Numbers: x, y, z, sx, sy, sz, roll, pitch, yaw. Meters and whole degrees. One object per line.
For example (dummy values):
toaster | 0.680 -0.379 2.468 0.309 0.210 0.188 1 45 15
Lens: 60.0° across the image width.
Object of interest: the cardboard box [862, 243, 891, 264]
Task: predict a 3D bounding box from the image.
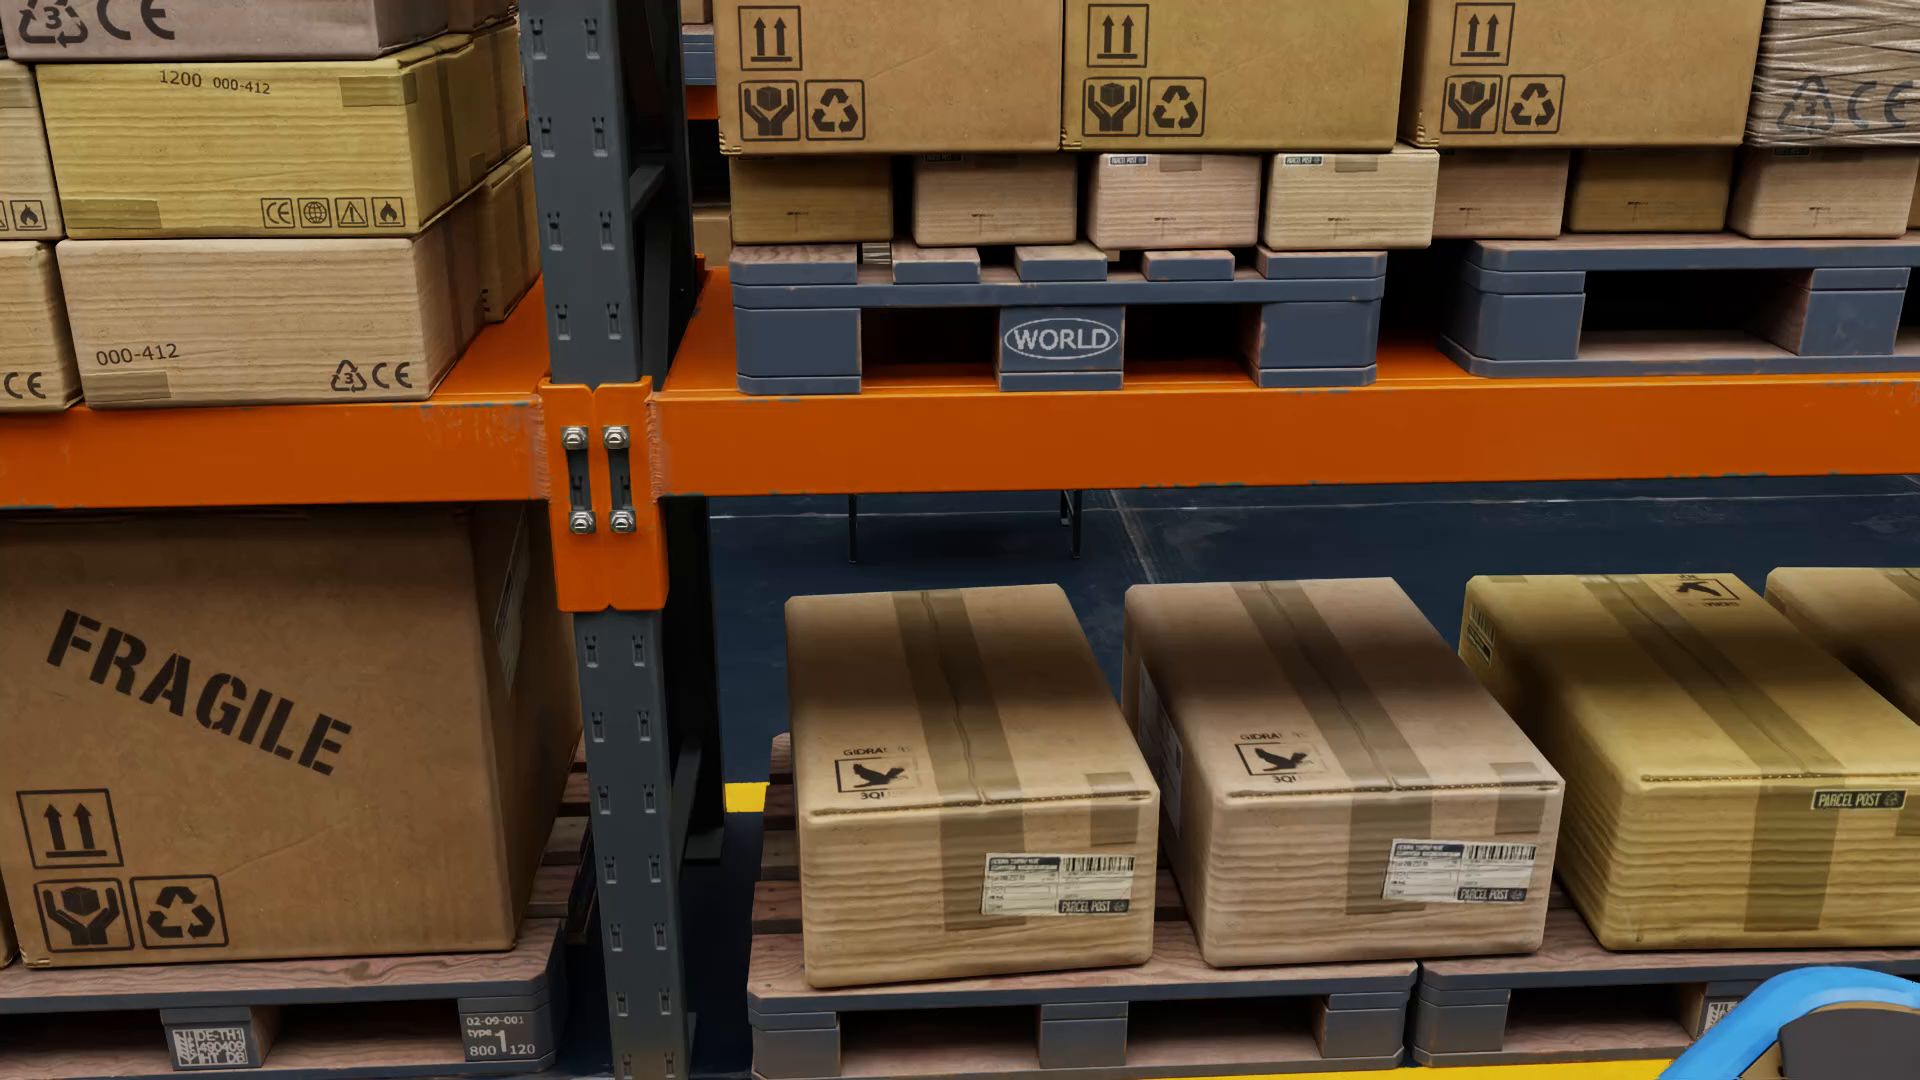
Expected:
cardboard box | -0.248 -1.435 7.922 0.625 0.625 0.875 -1 21 -1

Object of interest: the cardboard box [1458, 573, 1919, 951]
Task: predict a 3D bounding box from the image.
cardboard box | 1.474 0.415 3.418 0.625 0.372 0.950 0 21 -1

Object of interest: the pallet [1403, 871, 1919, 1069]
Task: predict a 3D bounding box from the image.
pallet | 1.411 0.686 3.521 1.213 0.211 1.003 -1 21 -3

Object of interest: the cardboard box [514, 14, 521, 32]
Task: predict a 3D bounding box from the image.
cardboard box | -1.906 -2.331 7.147 0.500 0.250 0.500 -2 21 -6

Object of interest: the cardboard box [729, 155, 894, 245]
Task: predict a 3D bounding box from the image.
cardboard box | -0.249 -0.597 2.736 0.250 0.149 0.380 -2 21 -6

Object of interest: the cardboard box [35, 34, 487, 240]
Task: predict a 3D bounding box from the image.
cardboard box | -1.053 -0.641 2.597 0.500 0.250 0.500 -1 21 -3

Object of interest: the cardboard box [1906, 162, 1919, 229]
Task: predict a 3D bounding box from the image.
cardboard box | 1.623 -0.645 2.862 0.250 0.149 0.380 -2 21 -5

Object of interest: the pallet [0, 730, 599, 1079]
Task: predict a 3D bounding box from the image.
pallet | -1.376 0.715 3.447 1.213 0.211 1.003 -1 21 -3

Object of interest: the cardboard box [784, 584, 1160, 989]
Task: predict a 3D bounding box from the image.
cardboard box | -0.020 0.446 3.336 0.625 0.372 0.950 -3 21 -7

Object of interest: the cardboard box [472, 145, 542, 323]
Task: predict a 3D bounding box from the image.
cardboard box | -1.087 -0.587 3.158 0.500 0.250 0.500 -2 21 -4

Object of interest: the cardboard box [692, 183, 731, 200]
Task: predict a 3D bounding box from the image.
cardboard box | -1.308 -1.460 8.163 0.500 0.500 0.500 0 21 -1

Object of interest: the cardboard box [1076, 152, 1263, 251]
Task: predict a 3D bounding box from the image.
cardboard box | 0.311 -0.580 2.692 0.250 0.149 0.380 -3 21 -7

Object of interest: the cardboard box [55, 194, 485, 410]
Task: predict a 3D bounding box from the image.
cardboard box | -1.074 -0.405 2.680 0.500 0.250 0.500 -2 21 -5

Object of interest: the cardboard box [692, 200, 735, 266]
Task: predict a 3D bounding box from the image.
cardboard box | -1.281 -1.284 7.700 0.500 0.500 0.500 -1 21 -1

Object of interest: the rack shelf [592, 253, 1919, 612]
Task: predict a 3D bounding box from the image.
rack shelf | 1.412 -0.282 3.157 4.000 0.370 1.077 -1 21 -3

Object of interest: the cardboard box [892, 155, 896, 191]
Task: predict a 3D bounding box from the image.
cardboard box | -0.007 -0.778 3.211 0.250 0.149 0.380 -1 21 -2

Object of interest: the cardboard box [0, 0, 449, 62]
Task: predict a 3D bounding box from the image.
cardboard box | -1.086 -0.988 2.455 0.500 0.500 0.500 -2 21 -5

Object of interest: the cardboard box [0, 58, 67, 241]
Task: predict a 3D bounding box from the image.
cardboard box | -1.565 -0.629 2.566 0.500 0.250 0.500 -2 21 -4

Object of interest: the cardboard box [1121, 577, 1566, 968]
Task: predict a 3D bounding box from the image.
cardboard box | 0.717 0.428 3.383 0.625 0.372 0.950 -2 21 -4

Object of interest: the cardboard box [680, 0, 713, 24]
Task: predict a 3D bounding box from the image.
cardboard box | -1.394 -2.629 7.579 0.500 0.500 0.500 0 21 -1

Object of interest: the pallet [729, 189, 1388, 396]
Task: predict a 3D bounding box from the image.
pallet | 0.121 -0.540 3.094 1.003 0.211 1.213 -1 21 -3

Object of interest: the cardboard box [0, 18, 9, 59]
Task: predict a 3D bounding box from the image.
cardboard box | -1.597 -0.975 2.420 0.500 0.500 0.500 -1 21 -2

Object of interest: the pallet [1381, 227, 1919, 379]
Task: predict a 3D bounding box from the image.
pallet | 1.390 -0.543 3.100 1.213 0.211 1.003 -1 21 -3

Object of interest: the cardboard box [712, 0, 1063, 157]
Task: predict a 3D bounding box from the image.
cardboard box | -0.122 -0.887 2.585 0.500 0.500 0.500 -2 21 -5

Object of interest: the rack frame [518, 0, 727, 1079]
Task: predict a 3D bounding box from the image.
rack frame | -0.584 -0.578 2.922 0.127 3.000 1.000 -1 21 -3

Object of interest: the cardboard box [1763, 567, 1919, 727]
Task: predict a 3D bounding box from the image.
cardboard box | 2.168 0.400 3.457 0.625 0.372 0.950 0 21 0

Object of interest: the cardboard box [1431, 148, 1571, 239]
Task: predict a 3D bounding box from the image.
cardboard box | 0.823 -0.611 2.773 0.250 0.149 0.380 0 21 0

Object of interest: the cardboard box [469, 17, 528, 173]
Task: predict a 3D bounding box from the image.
cardboard box | -1.104 -0.819 3.064 0.500 0.250 0.500 -1 21 -3

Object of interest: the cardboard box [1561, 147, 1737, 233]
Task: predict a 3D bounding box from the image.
cardboard box | 1.103 -0.631 2.824 0.250 0.149 0.380 0 21 -1

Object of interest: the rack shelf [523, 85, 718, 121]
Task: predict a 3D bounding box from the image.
rack shelf | -2.868 -1.964 7.575 4.000 0.370 1.077 -1 21 -3

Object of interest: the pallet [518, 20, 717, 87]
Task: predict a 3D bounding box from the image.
pallet | -1.544 -2.212 7.486 1.003 0.211 1.213 -1 21 -3

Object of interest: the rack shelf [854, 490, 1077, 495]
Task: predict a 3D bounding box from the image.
rack shelf | 0.007 -0.396 5.470 0.720 0.370 0.431 -1 21 -3

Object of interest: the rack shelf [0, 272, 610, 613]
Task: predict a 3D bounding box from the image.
rack shelf | -2.581 -0.201 2.944 4.000 0.370 1.077 -1 21 -3

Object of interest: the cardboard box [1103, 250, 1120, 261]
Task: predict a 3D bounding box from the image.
cardboard box | 0.404 -1.451 7.964 0.625 0.625 0.875 0 21 -1

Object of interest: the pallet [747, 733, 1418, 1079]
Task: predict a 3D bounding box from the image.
pallet | 0.196 0.710 3.459 1.213 0.211 1.003 -1 21 -3

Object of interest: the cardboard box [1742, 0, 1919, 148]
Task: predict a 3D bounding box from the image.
cardboard box | 1.428 -0.920 2.673 0.500 0.500 0.500 -2 21 -5

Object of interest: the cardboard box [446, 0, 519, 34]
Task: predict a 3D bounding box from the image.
cardboard box | -1.091 -1.169 2.929 0.500 0.500 0.500 -2 21 -5

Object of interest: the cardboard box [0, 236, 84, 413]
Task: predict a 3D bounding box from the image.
cardboard box | -1.583 -0.389 2.638 0.500 0.250 0.500 -1 21 -2

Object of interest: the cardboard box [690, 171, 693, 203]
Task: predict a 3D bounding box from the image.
cardboard box | -1.350 -1.572 7.546 0.250 0.149 0.380 -2 21 -6

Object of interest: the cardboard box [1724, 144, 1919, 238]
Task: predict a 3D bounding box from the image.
cardboard box | 1.367 -0.613 2.777 0.250 0.149 0.380 -1 21 -1

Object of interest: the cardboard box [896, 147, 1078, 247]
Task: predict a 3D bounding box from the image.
cardboard box | 0.035 -0.591 2.720 0.250 0.149 0.380 -2 21 -6

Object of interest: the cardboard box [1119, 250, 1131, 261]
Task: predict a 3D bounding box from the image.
cardboard box | 1.076 -1.465 8.000 0.625 0.625 0.875 -2 21 -5

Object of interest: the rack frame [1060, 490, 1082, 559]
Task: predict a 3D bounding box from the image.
rack frame | 0.372 -0.708 5.374 0.023 1.500 0.400 -1 21 -3

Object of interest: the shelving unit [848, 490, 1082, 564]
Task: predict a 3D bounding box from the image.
shelving unit | 0.007 -0.701 5.354 0.755 1.500 0.431 -1 21 -3

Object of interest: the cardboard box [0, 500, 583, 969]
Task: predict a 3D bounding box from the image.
cardboard box | -1.279 0.204 3.266 0.875 0.875 0.875 -1 21 -4

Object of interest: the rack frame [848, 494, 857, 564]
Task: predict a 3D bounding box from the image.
rack frame | -0.359 -0.694 5.335 0.023 1.500 0.400 -1 21 -3

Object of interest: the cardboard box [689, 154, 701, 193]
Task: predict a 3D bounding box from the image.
cardboard box | -1.410 -1.772 8.071 0.250 0.149 0.380 0 21 0

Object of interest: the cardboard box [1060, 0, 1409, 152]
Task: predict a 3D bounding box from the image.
cardboard box | 0.398 -0.900 2.620 0.500 0.500 0.500 0 21 0

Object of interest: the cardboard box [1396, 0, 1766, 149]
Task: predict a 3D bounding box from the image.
cardboard box | 0.928 -0.913 2.654 0.500 0.500 0.500 -1 21 -2

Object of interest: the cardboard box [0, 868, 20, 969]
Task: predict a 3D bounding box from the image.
cardboard box | -2.169 0.220 3.223 0.875 0.875 0.875 -1 21 -2

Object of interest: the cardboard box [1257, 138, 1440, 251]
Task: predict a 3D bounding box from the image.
cardboard box | 0.587 -0.578 2.687 0.250 0.149 0.380 -1 21 -3
